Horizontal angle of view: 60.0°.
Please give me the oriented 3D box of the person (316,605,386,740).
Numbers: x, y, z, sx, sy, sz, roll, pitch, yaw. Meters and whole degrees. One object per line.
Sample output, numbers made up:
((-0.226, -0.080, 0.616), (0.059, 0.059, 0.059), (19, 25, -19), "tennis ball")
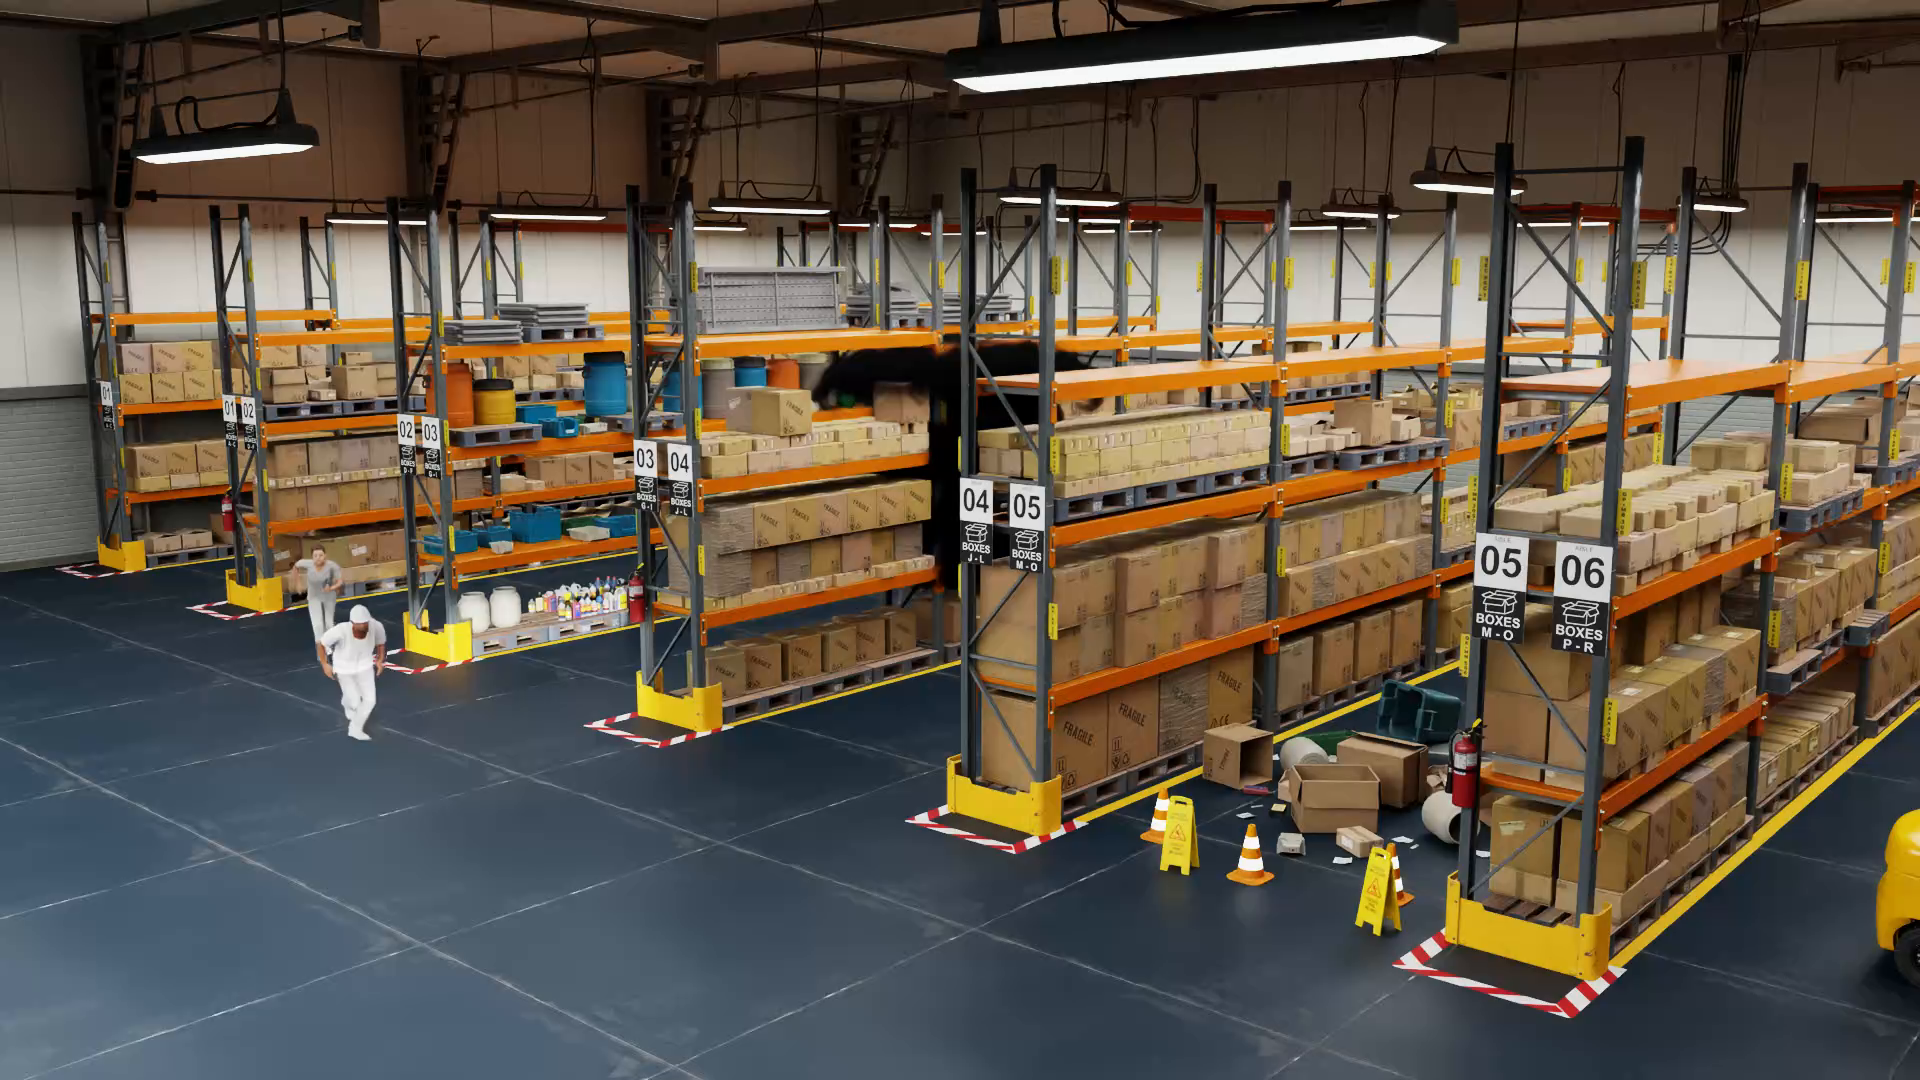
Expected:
((-6.605, 1.425, 18.073), (0.721, 1.560, 0.982), (-7, 11, -34), "person")

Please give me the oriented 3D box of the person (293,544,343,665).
((-8.322, 0.838, 21.628), (0.596, 1.664, 0.891), (-3, 10, -19), "person")

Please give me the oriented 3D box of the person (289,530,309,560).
((-11.024, -0.228, 27.834), (0.574, 1.617, 0.720), (4, 10, 21), "person")

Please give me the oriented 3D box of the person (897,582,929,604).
((-0.740, 0.054, 24.341), (0.487, 1.767, 0.783), (6, 11, 32), "person")
